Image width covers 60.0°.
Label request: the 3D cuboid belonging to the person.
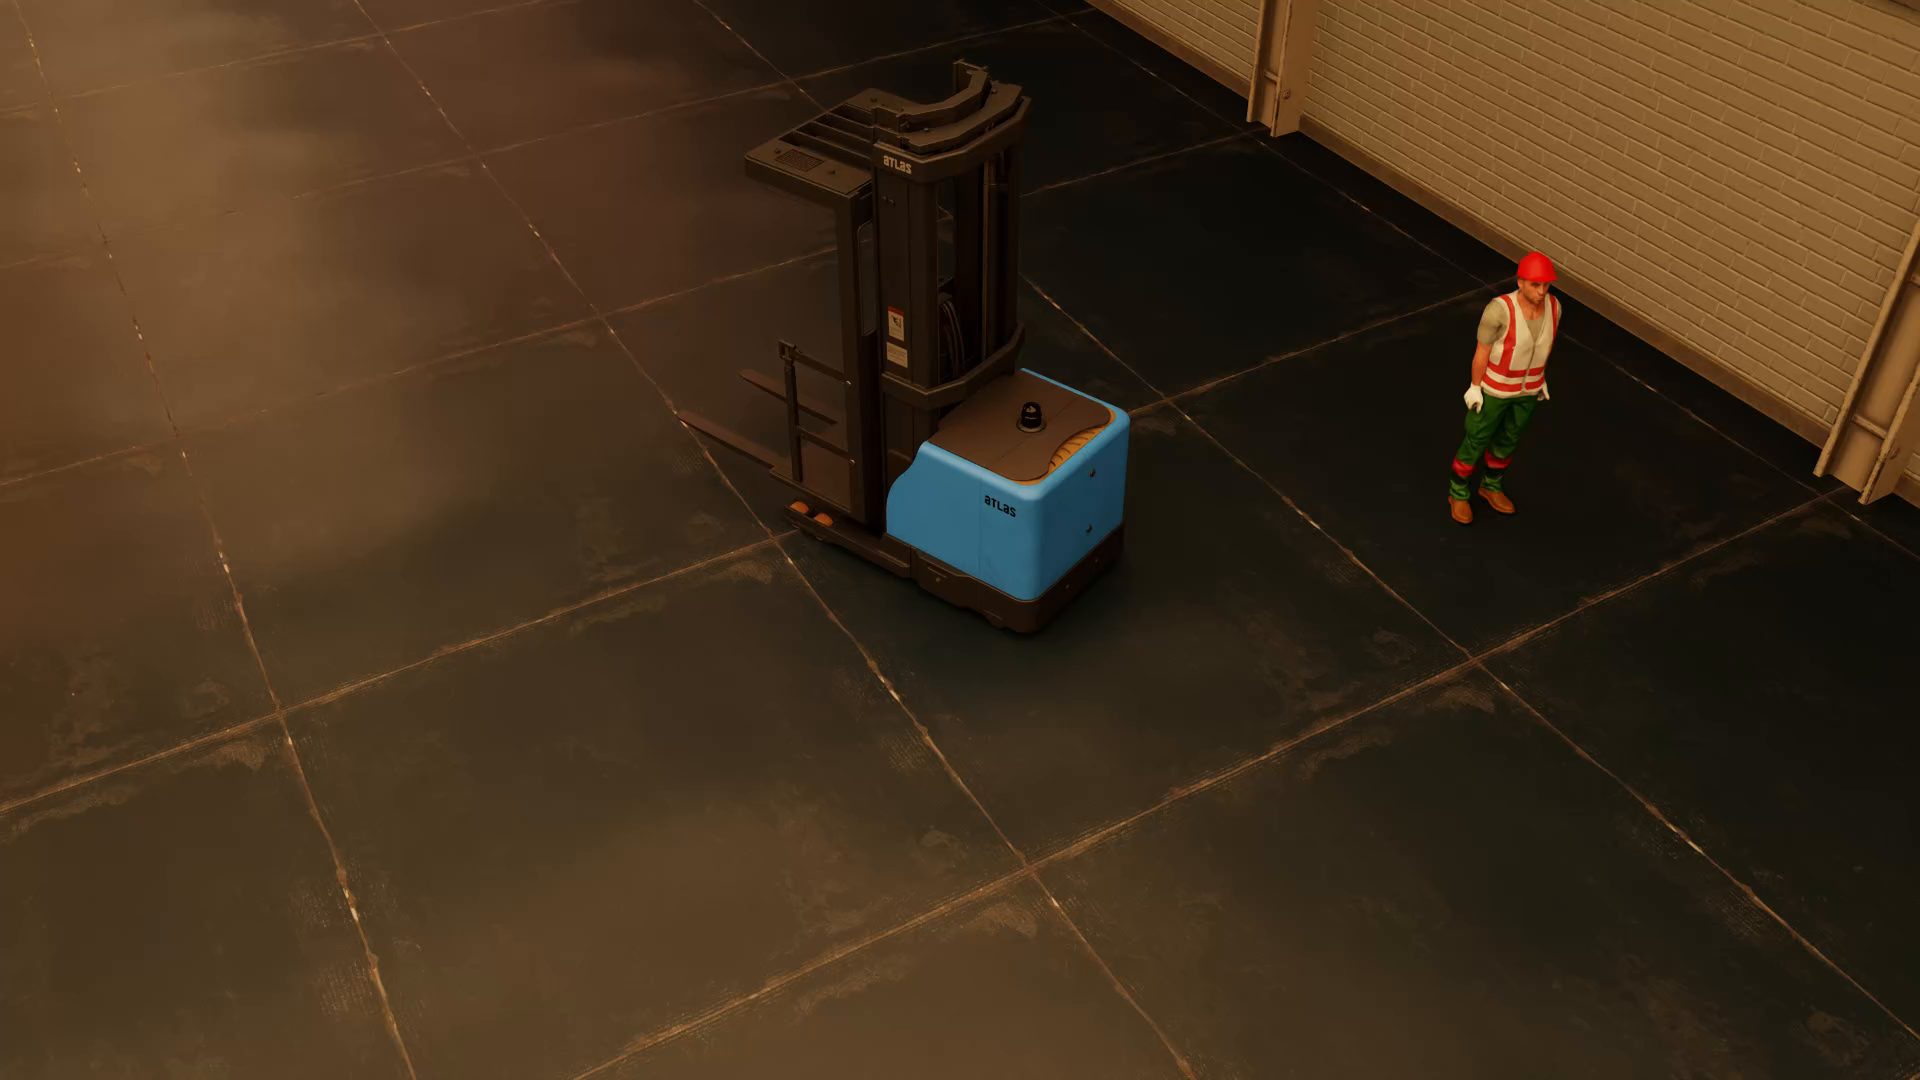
[{"bbox_3d":[3.320,-0.916,10.034,0.530,1.796,0.359,-10,41,-12],"label":"person"}]

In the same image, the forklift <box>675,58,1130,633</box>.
[{"bbox_3d":[-0.481,-1.366,9.683,3.031,2.935,1.130,26,46,28],"label":"forklift"}]
